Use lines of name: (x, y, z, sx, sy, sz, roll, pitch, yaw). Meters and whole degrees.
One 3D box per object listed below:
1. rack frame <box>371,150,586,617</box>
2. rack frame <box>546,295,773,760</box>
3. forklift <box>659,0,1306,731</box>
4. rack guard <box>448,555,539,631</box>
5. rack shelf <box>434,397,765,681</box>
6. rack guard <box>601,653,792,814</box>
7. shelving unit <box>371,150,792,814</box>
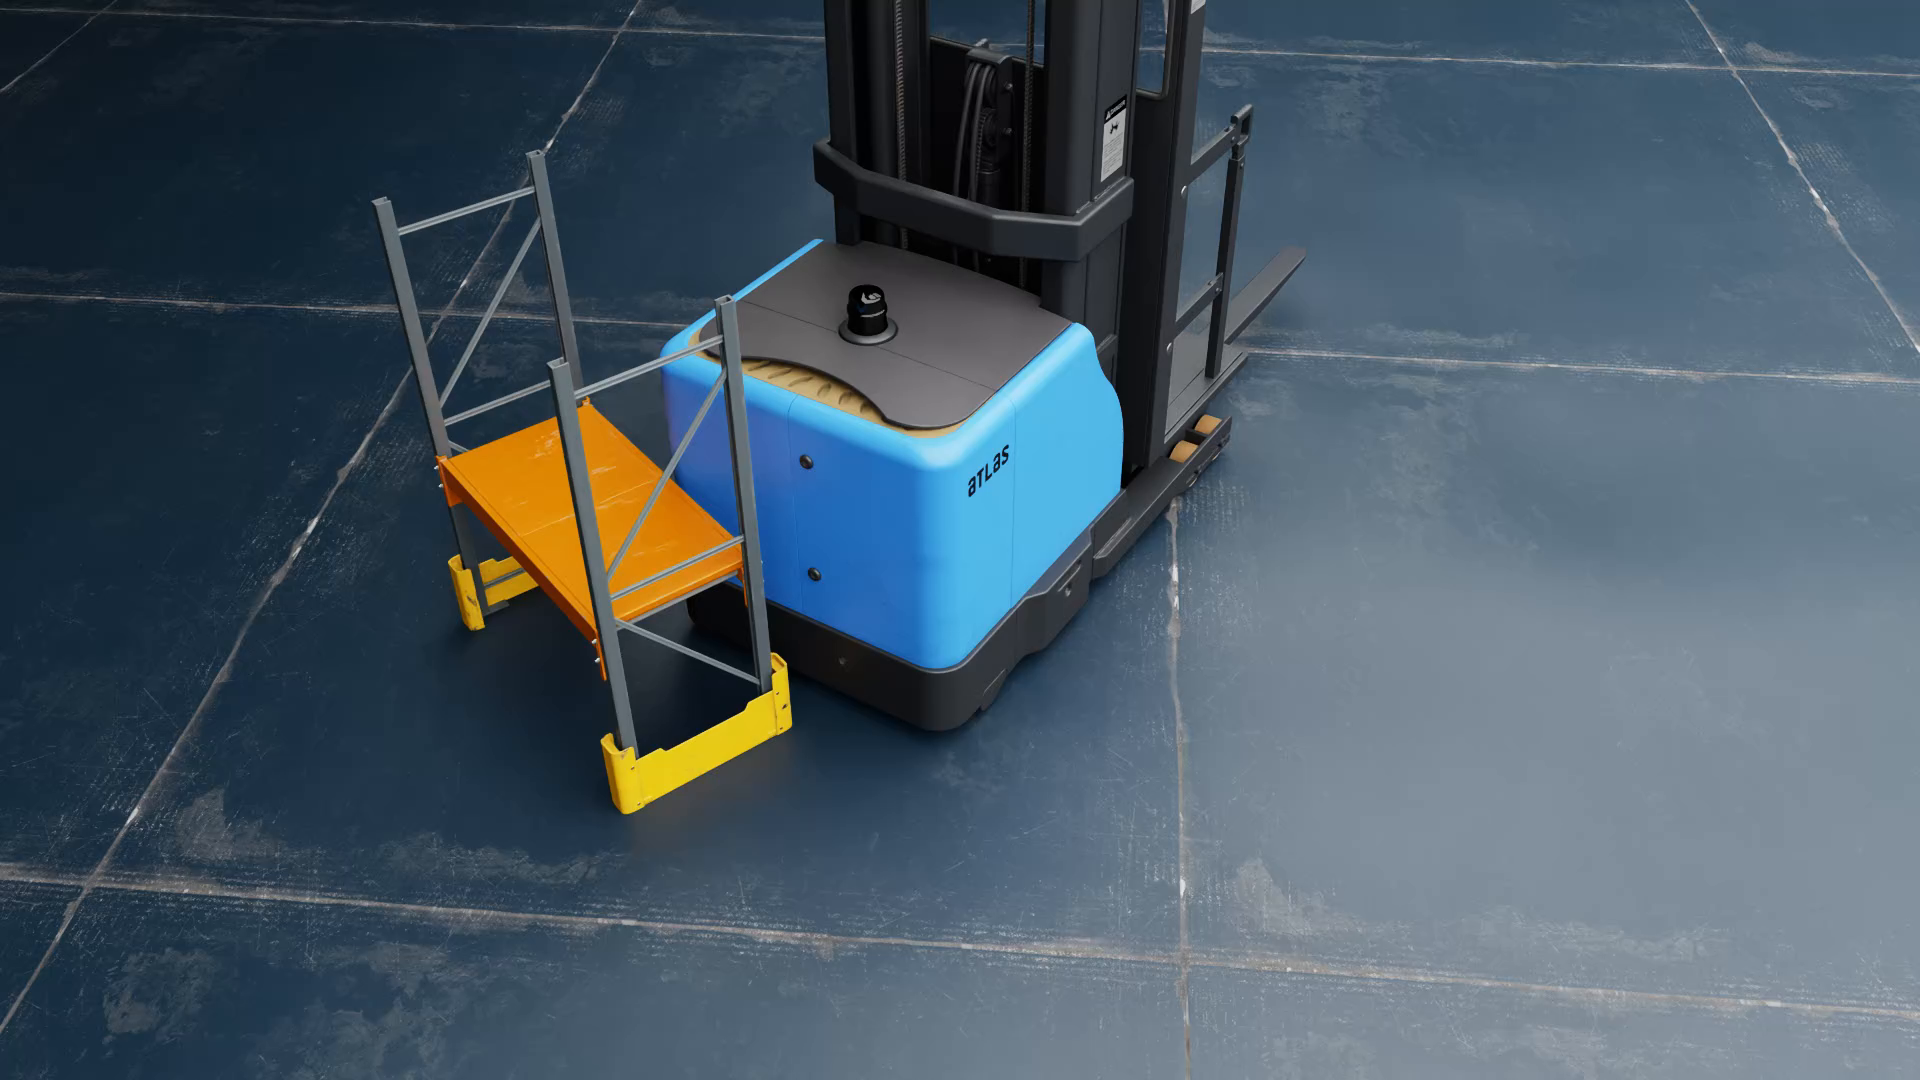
rack frame: (-1.387, -0.427, 5.085, 0.500, 1.500, 0.032, -26, 46, -29)
rack frame: (-0.759, 0.078, 4.465, 0.500, 1.500, 0.032, -26, 46, -29)
forklift: (0.337, -1.471, 5.235, 1.130, 2.935, 3.031, 22, 44, 25)
rack guard: (-1.374, 0.067, 5.468, 0.587, 0.250, 0.087, -26, 46, -29)
rack shelf: (-1.073, -0.035, 4.889, 0.538, 0.185, 1.000, -26, 46, -29)
rack guard: (-0.759, 0.562, 4.861, 0.587, 0.250, 0.087, -26, 46, -29)
shelving unit: (-1.067, -0.170, 4.770, 0.587, 1.500, 1.083, -26, 46, -29)
